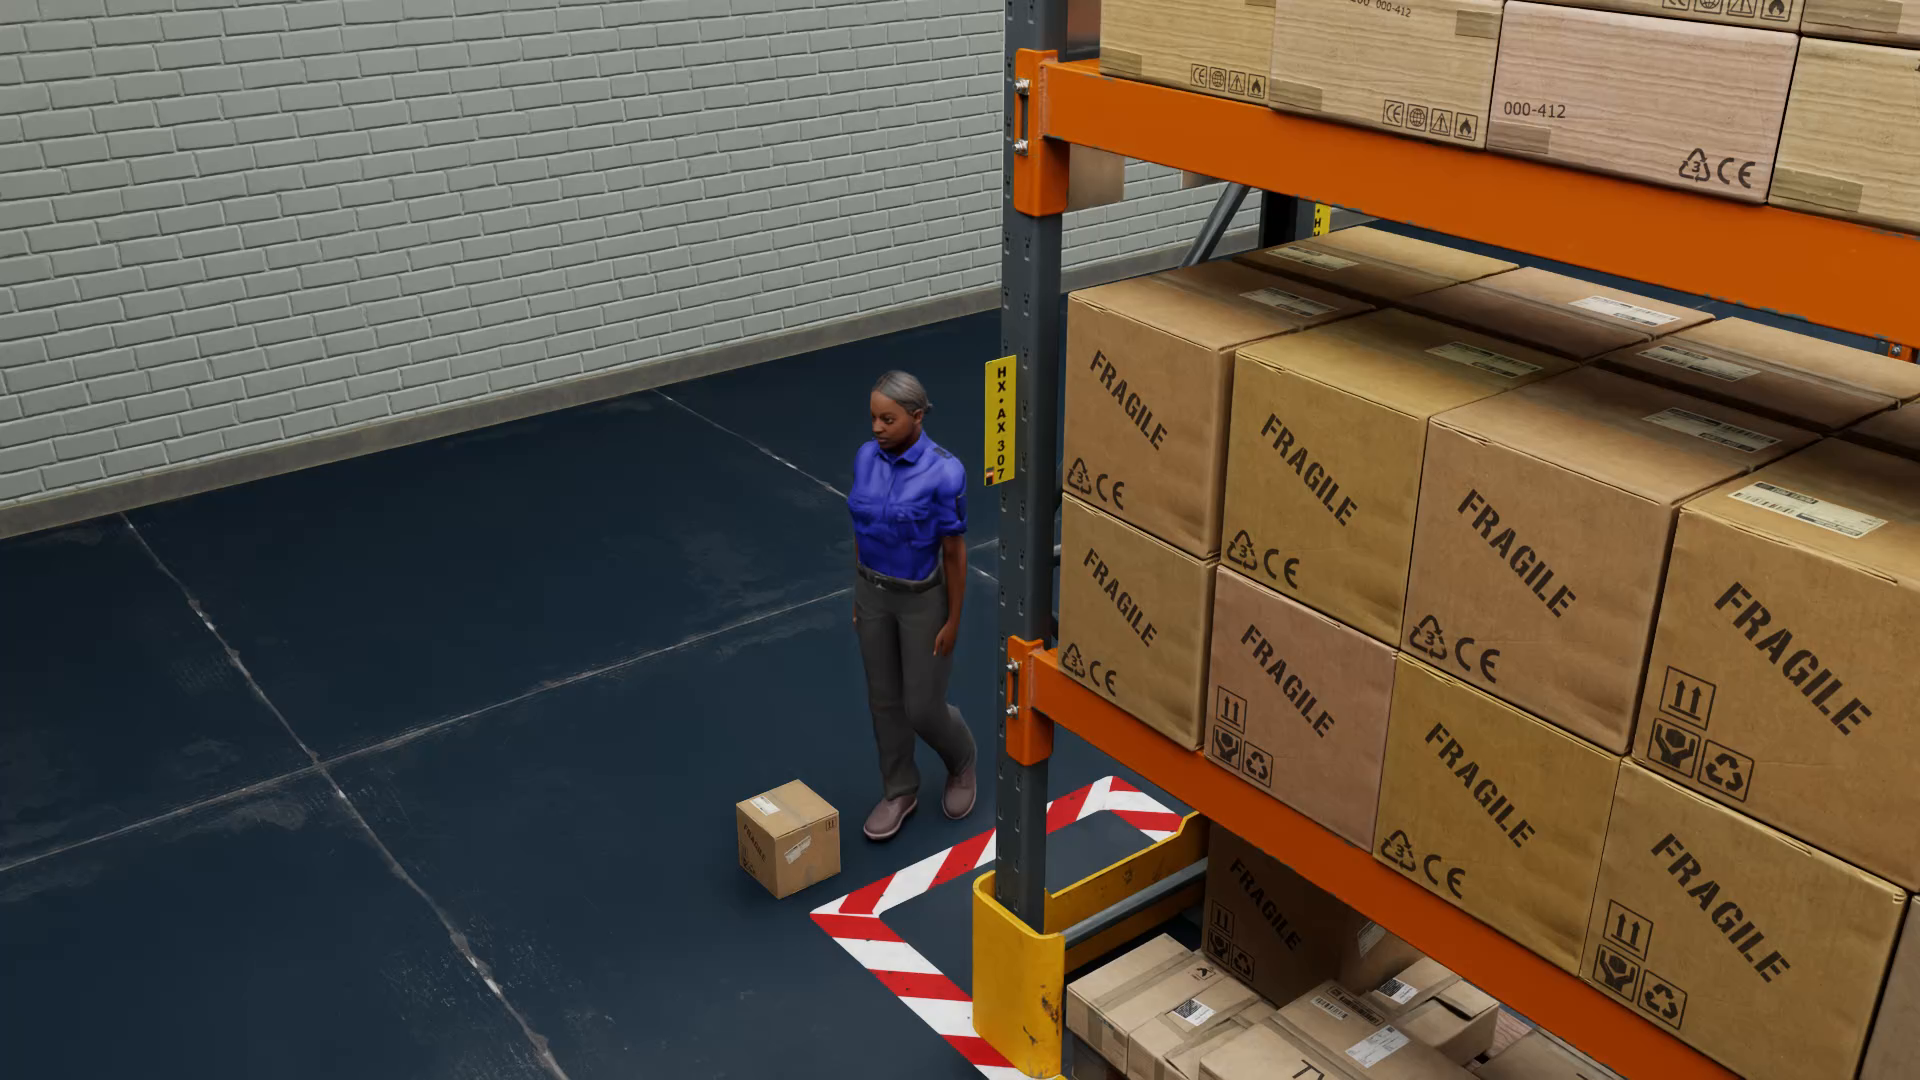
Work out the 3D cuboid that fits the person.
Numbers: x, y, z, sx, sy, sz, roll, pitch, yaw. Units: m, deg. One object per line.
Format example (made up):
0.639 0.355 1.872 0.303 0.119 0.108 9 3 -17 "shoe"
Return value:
-0.174 0.220 5.626 0.463 1.673 0.505 14 29 28 "person"
